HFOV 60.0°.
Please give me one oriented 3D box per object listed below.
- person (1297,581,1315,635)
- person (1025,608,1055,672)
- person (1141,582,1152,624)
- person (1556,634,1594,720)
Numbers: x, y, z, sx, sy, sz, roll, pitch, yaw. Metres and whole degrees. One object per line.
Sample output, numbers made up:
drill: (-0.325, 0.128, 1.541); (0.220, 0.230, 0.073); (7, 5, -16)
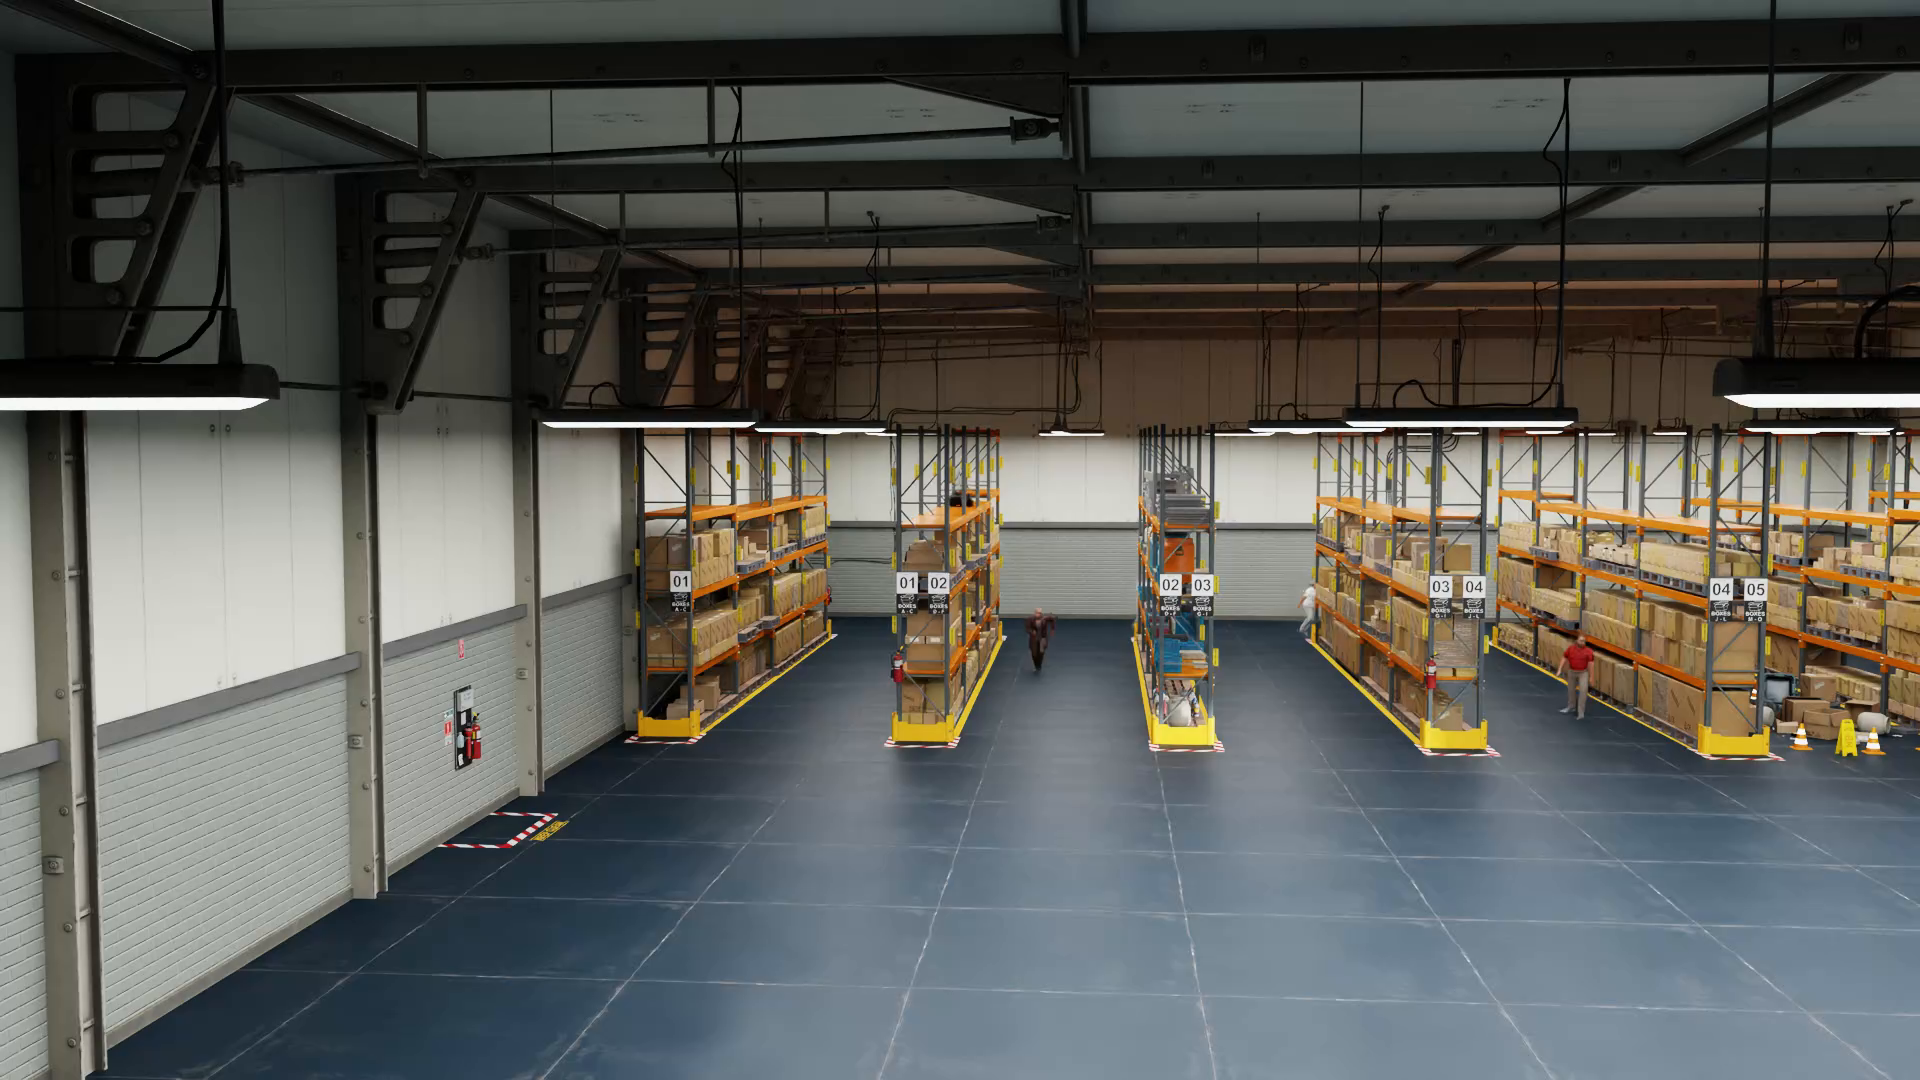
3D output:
person: (10.244, 1.975, 48.539); (0.629, 1.621, 0.637); (-2, 4, -32)
person: (1.957, 2.495, 40.478); (0.739, 1.527, 0.958); (0, 3, 1)
person: (5.768, 1.822, 49.296); (0.996, 1.755, 0.701); (2, 4, 35)
person: (12.702, 2.792, 34.294); (0.716, 1.722, 0.782); (3, 4, 37)
